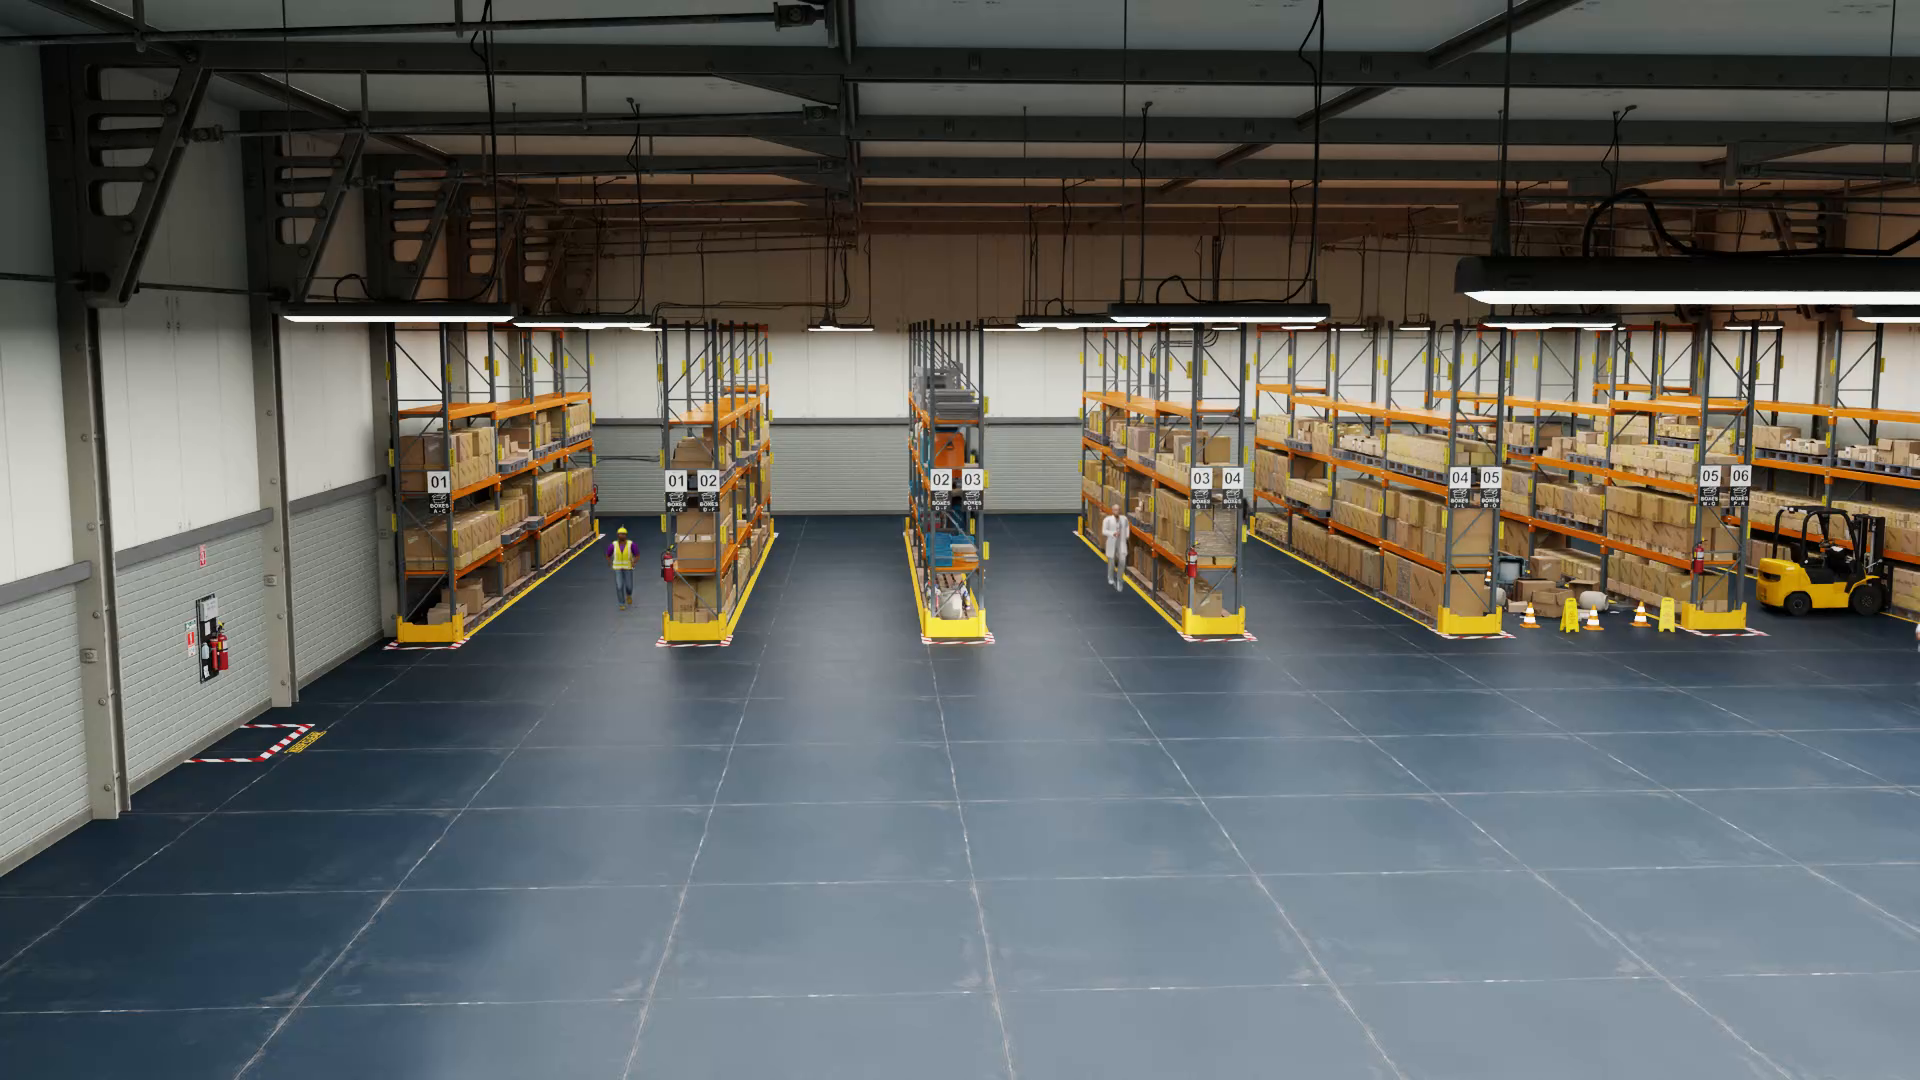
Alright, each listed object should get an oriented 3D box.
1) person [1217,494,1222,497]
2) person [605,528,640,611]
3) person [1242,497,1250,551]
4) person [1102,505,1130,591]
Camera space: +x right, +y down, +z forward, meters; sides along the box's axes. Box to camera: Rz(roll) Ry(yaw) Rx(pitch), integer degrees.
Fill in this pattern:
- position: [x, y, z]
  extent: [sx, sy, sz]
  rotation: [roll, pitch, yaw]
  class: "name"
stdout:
- position: [7.237, -0.773, 45.803]
  extent: [0.658, 1.734, 0.636]
  rotation: [0, 7, 2]
  class: "person"
- position: [-7.027, 0.596, 34.644]
  extent: [0.700, 1.719, 0.625]
  rotation: [-1, 7, -9]
  class: "person"
- position: [7.373, -0.543, 43.912]
  extent: [0.638, 1.683, 0.638]
  rotation: [0, 7, -1]
  class: "person"
- position: [3.367, 0.164, 35.768]
  extent: [0.668, 1.866, 0.858]
  rotation: [-1, 7, -8]
  class: "person"
